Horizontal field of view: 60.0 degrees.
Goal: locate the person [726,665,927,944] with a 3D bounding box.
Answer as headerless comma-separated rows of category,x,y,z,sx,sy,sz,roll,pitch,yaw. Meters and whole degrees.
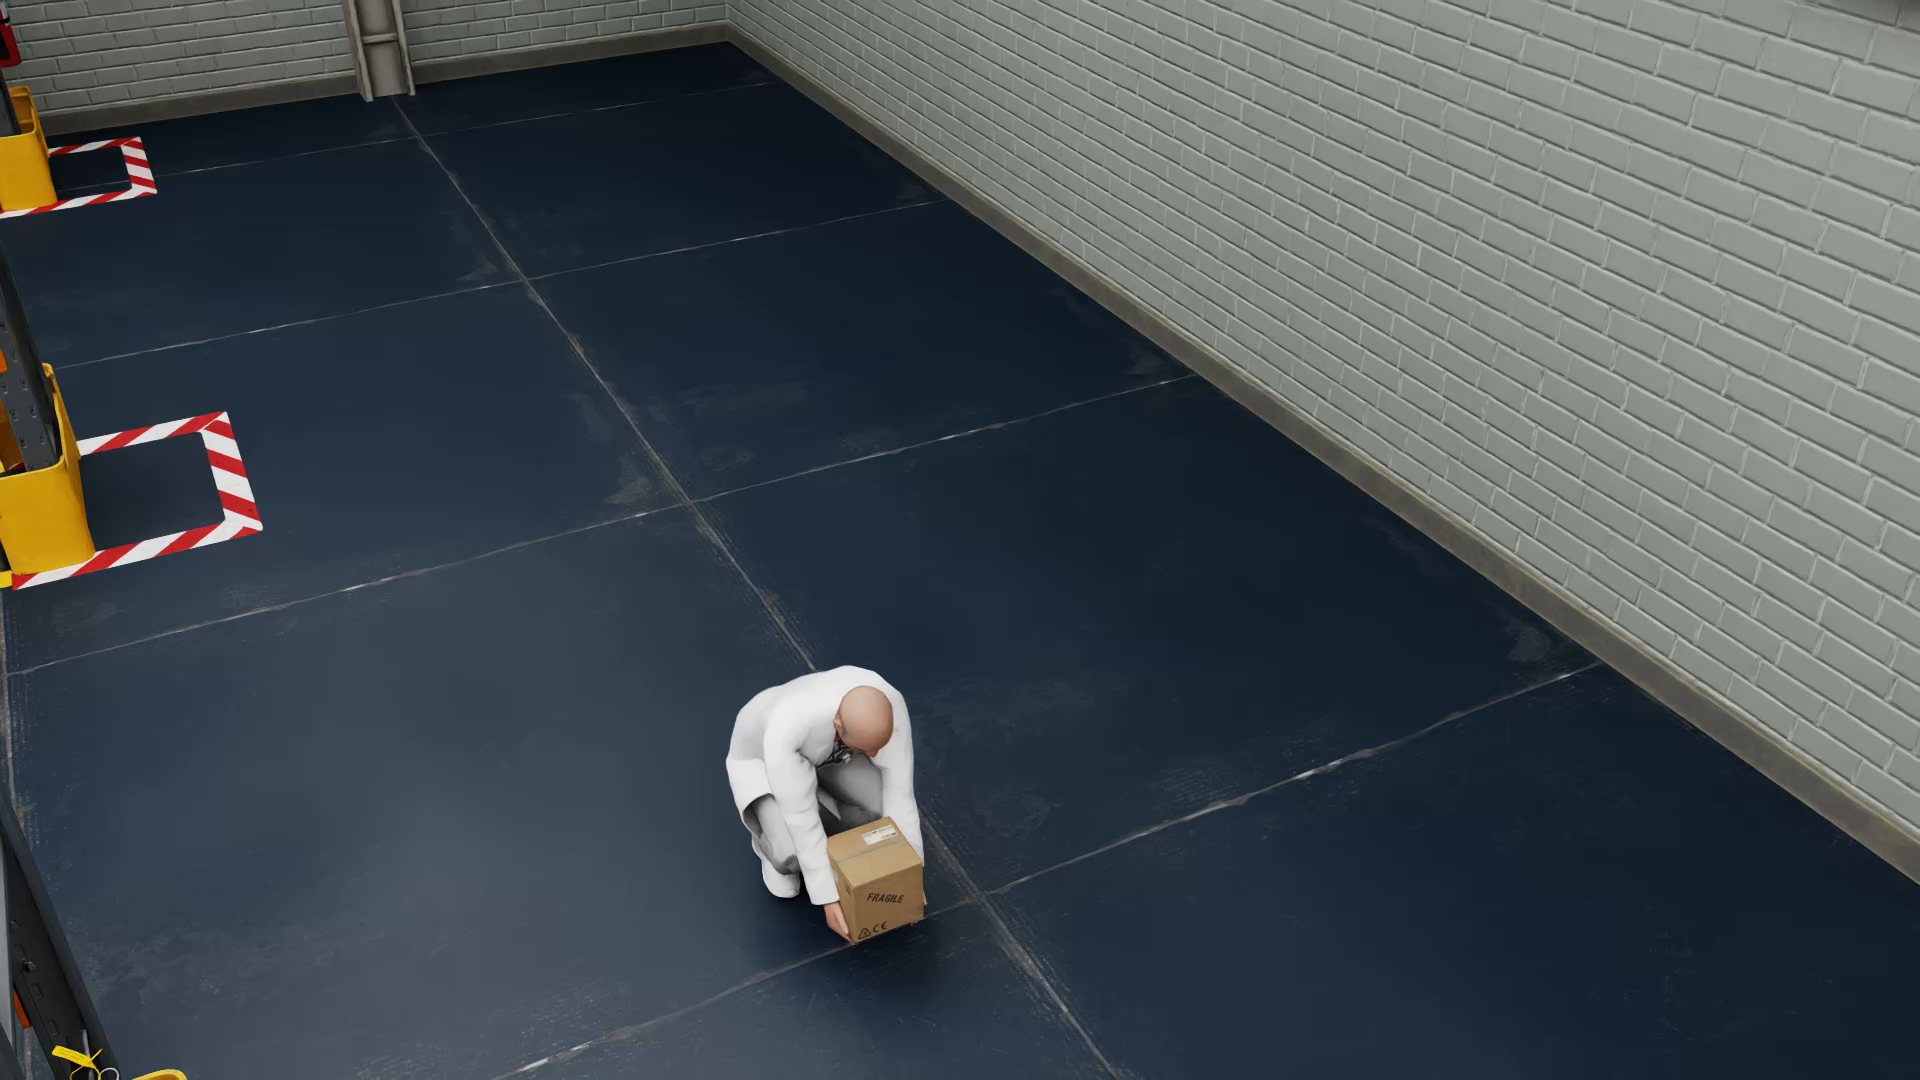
person,-0.456,0.801,5.625,0.585,1.005,0.918,-16,36,-24
